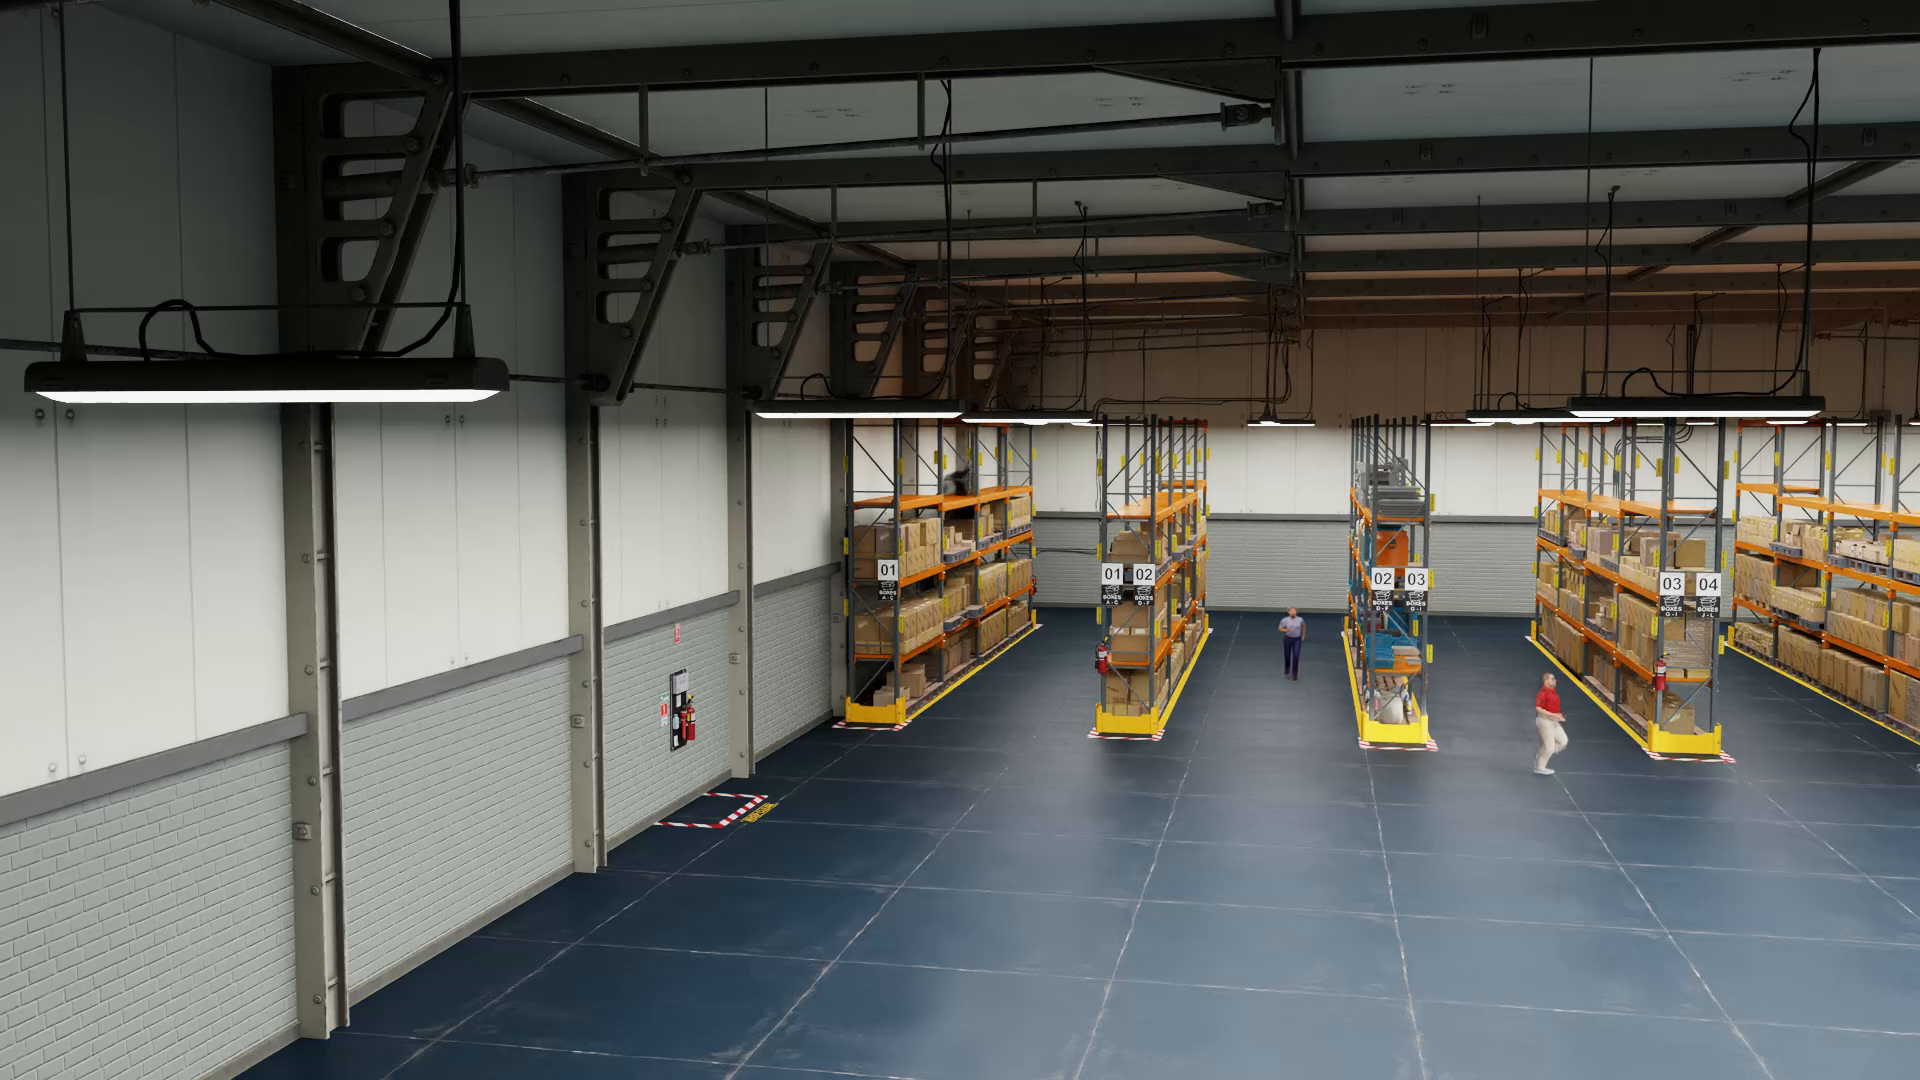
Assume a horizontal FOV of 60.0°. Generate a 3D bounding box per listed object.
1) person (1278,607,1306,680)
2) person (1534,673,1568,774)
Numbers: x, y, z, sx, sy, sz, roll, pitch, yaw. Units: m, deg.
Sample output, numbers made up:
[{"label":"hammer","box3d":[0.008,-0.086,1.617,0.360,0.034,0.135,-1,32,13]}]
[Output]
[{"label":"person","box3d":[7.618,2.342,38.144,0.637,1.638,0.907,0,4,5]},{"label":"person","box3d":[9.788,3.041,27.504,0.564,1.681,0.638,3,5,40]}]
